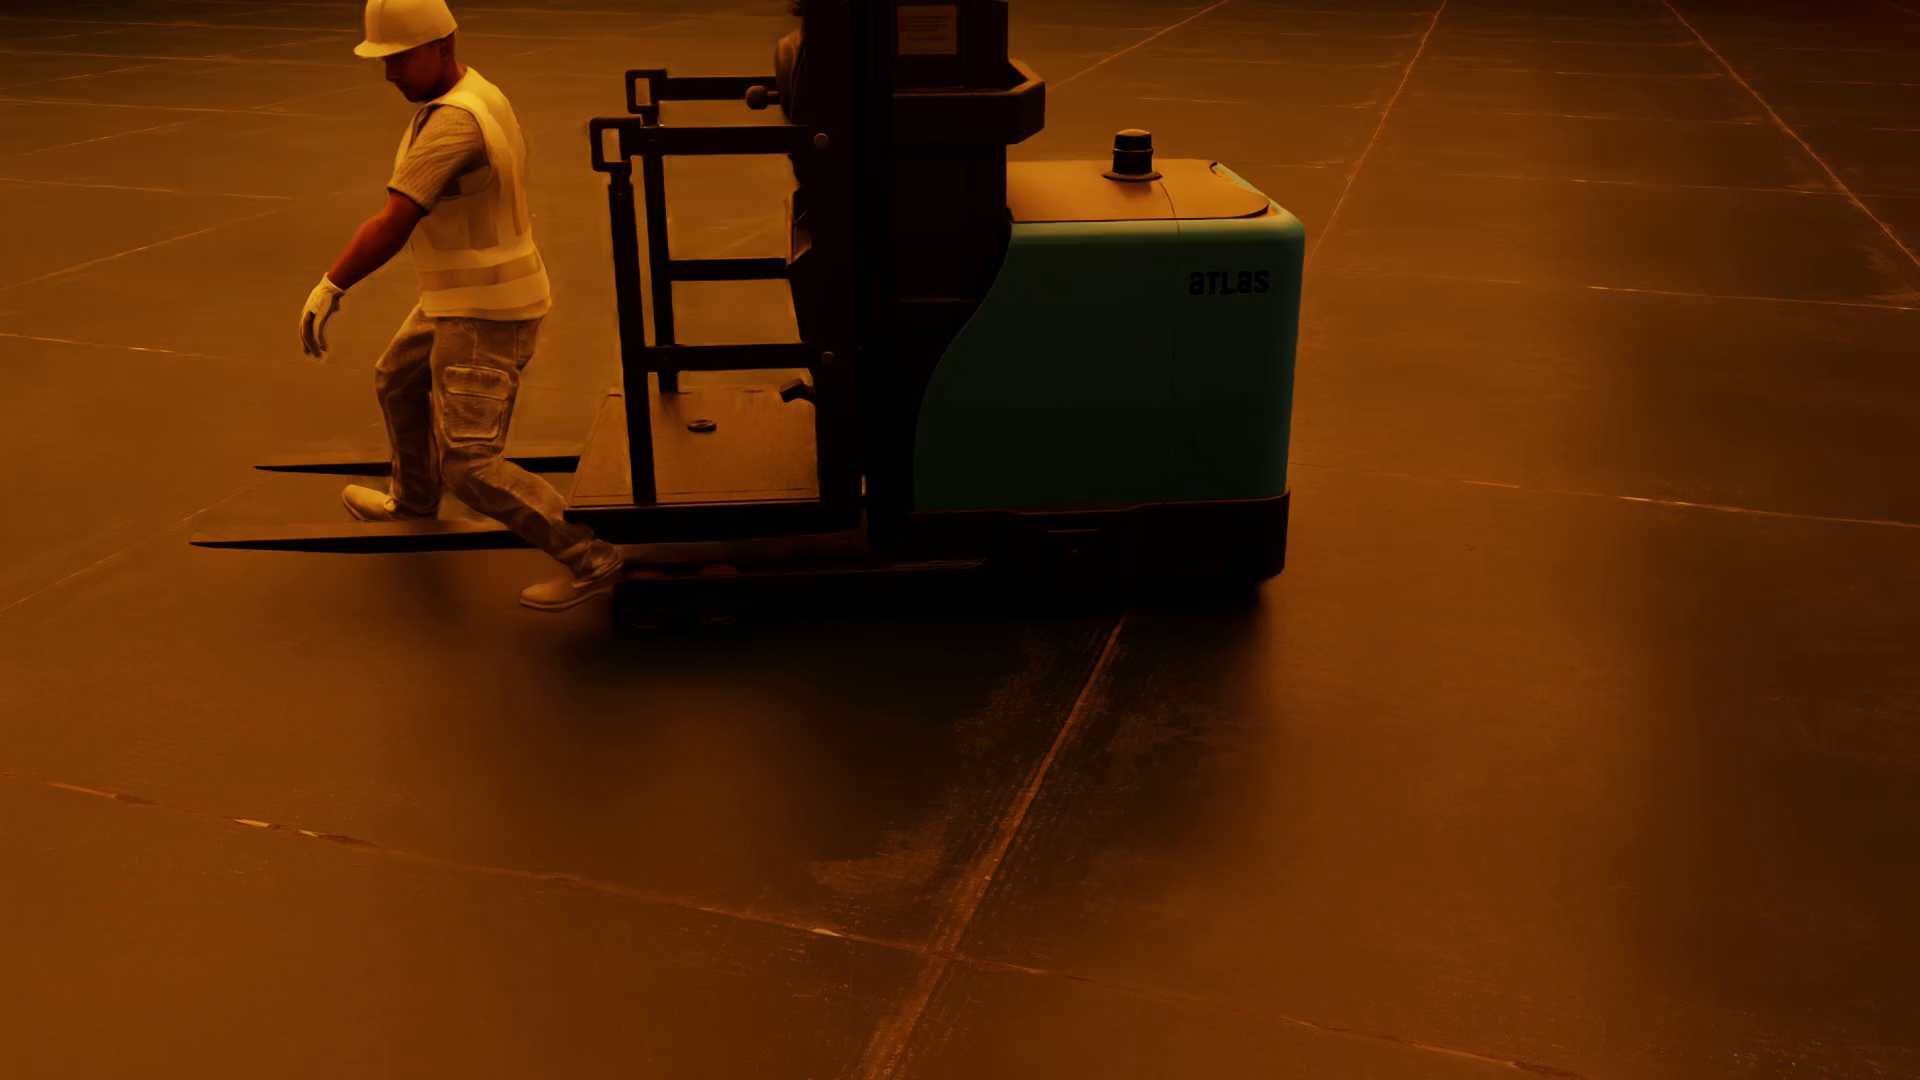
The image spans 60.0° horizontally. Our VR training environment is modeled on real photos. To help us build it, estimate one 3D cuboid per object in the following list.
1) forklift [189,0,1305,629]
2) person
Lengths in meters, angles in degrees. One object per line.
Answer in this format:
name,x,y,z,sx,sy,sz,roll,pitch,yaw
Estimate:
forklift,-0.624,-1.324,4.486,3.031,2.935,1.130,-2,23,-5
person,-1.384,-0.671,4.532,0.876,1.642,0.823,-3,23,-8
